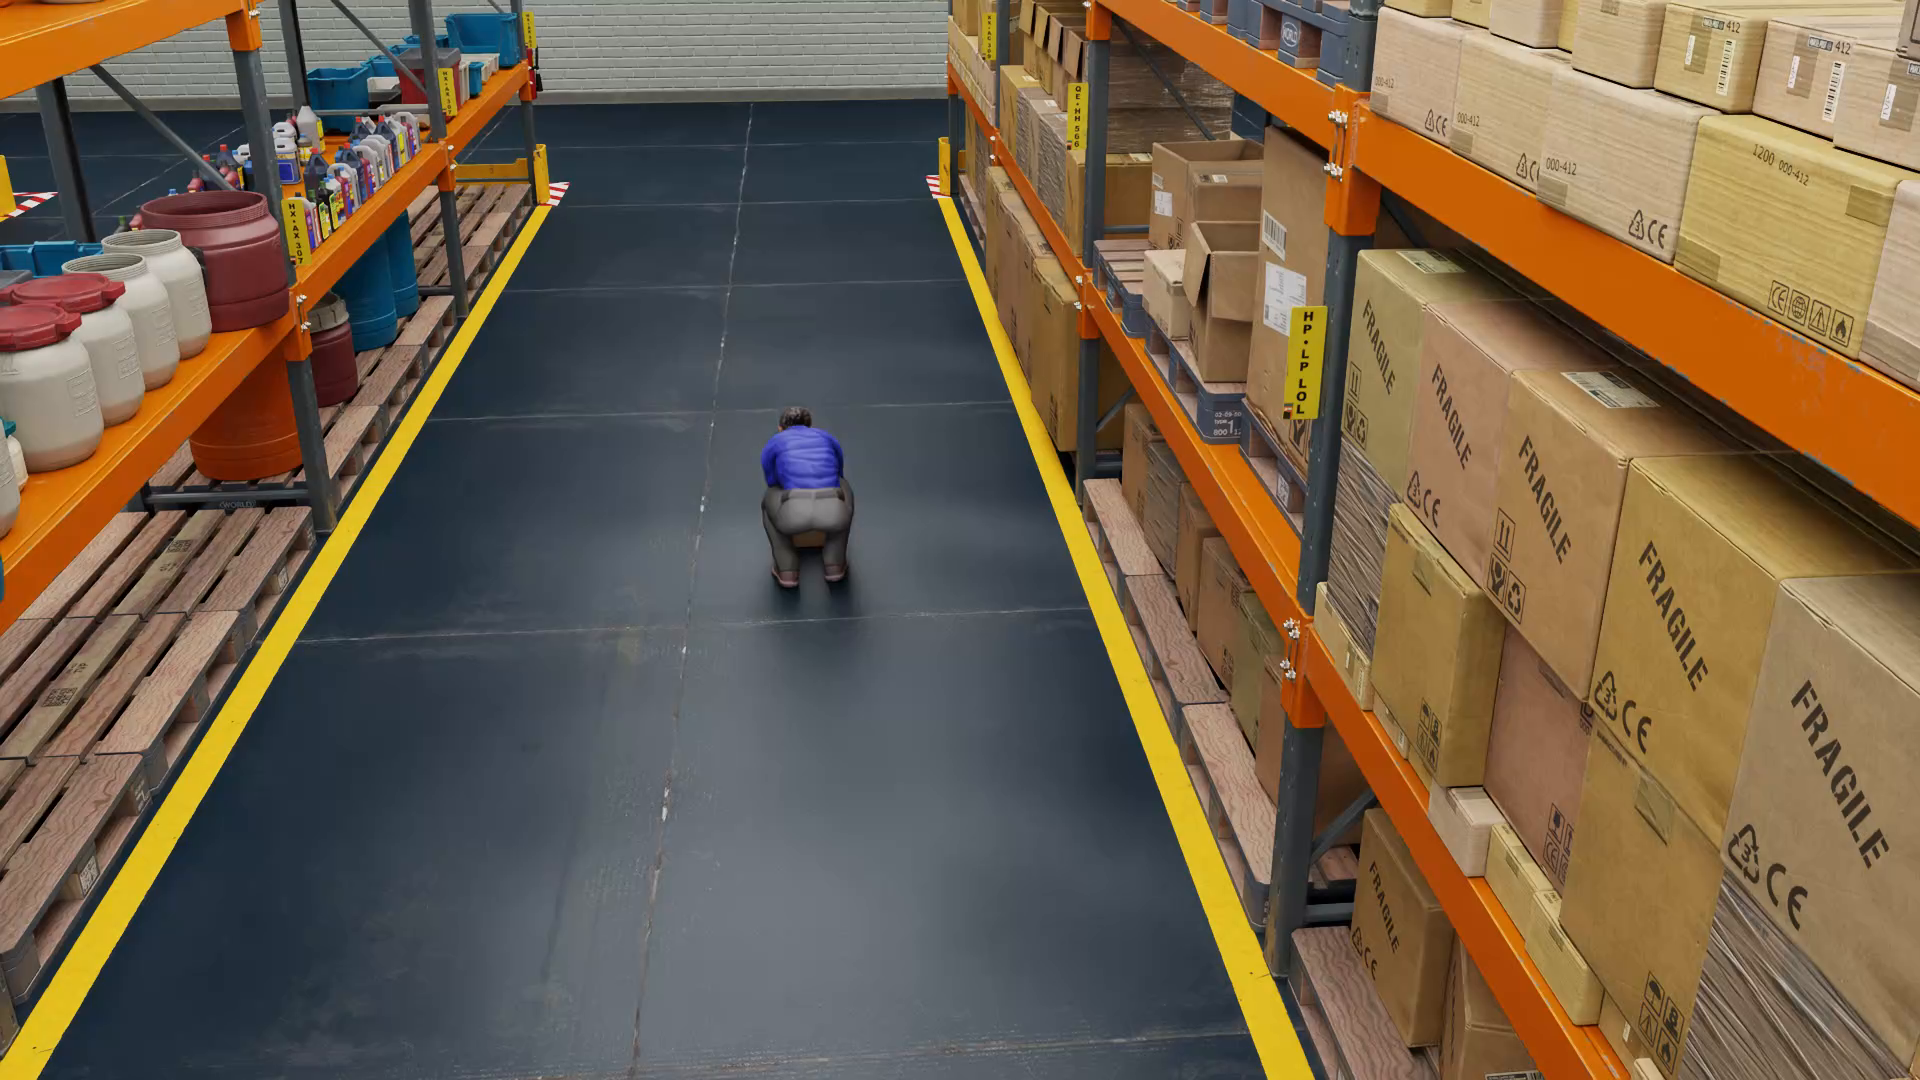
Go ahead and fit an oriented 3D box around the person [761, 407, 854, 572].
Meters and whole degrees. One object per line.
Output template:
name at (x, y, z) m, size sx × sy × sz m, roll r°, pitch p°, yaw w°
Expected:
person at (-0.757, -0.190, 8.246) m, size 0.461 × 0.799 × 0.841 m, roll -3°, pitch 24°, yaw -6°
